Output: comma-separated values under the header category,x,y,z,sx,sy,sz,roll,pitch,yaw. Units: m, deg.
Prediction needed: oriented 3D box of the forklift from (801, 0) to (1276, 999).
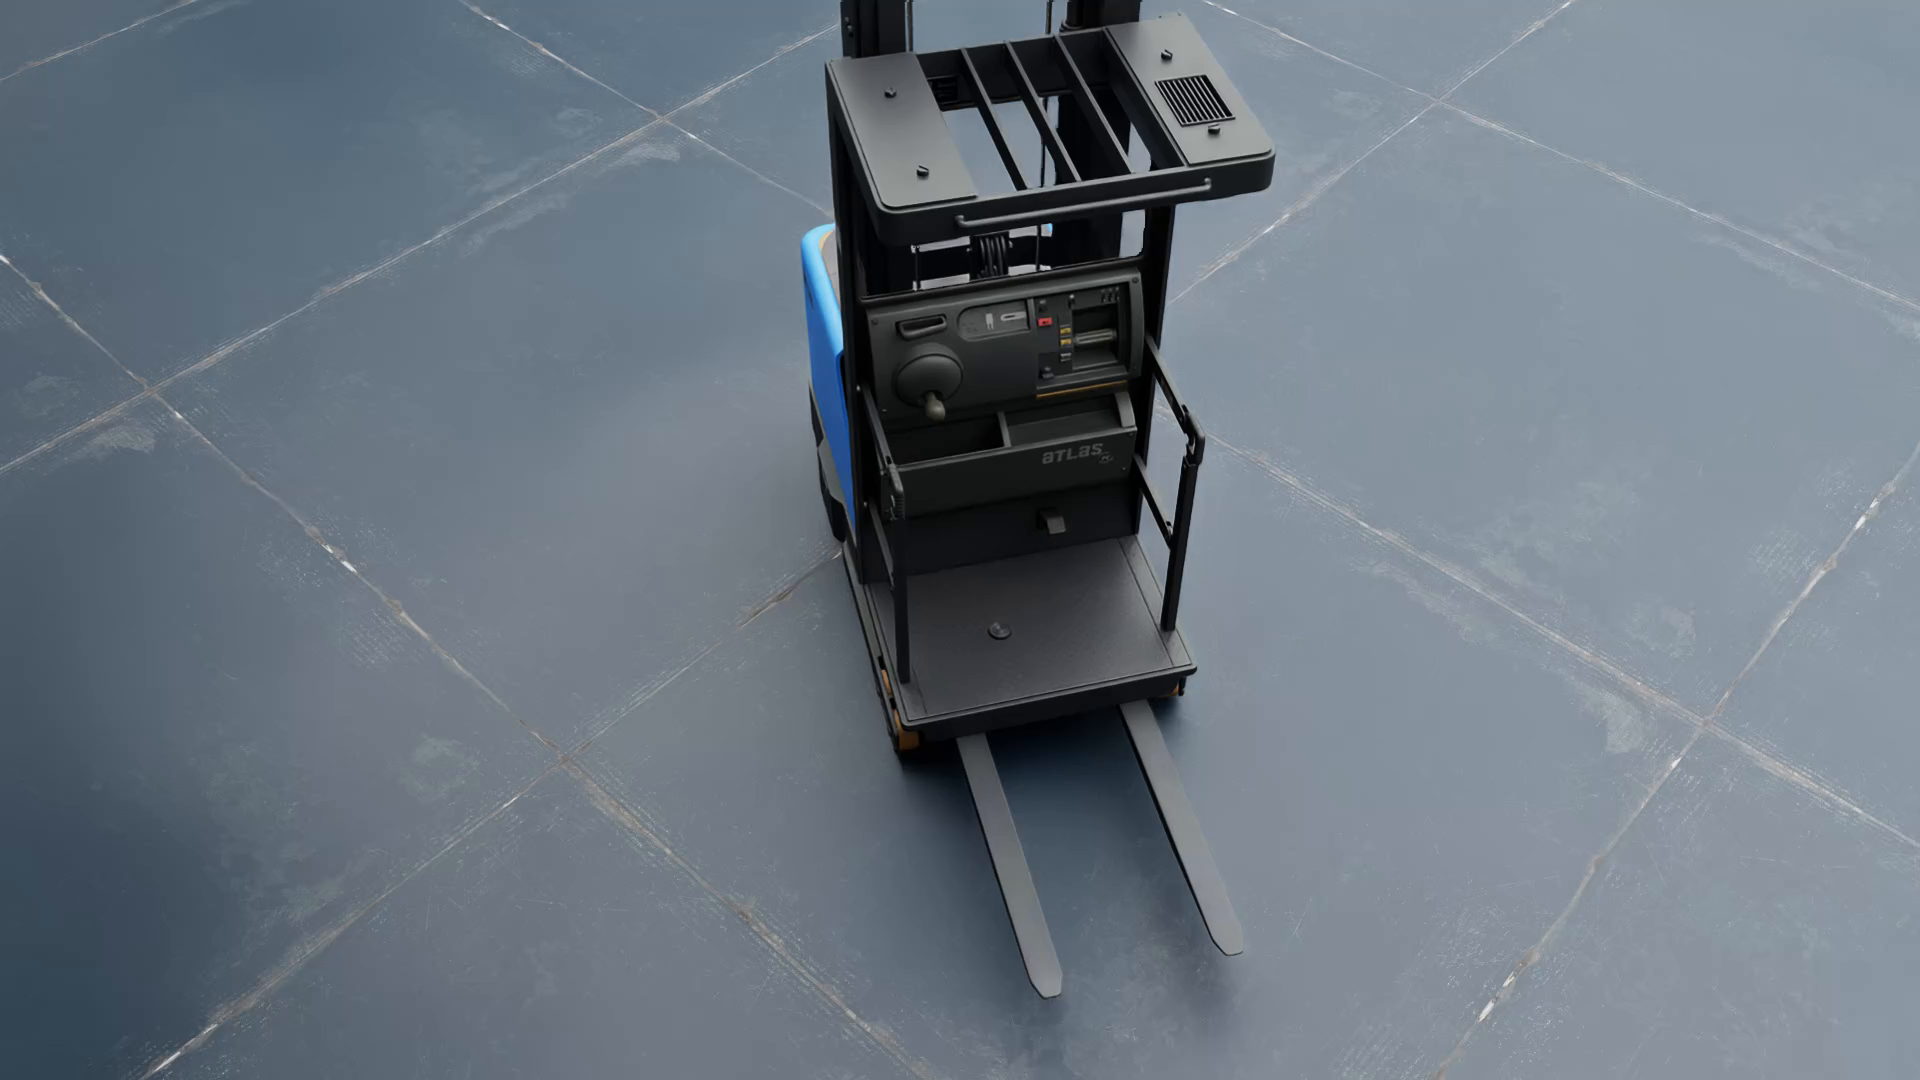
category,x,y,z,sx,sy,sz,roll,pitch,yaw
forklift,0.214,-0.544,5.359,1.130,2.935,3.031,-10,48,-10
